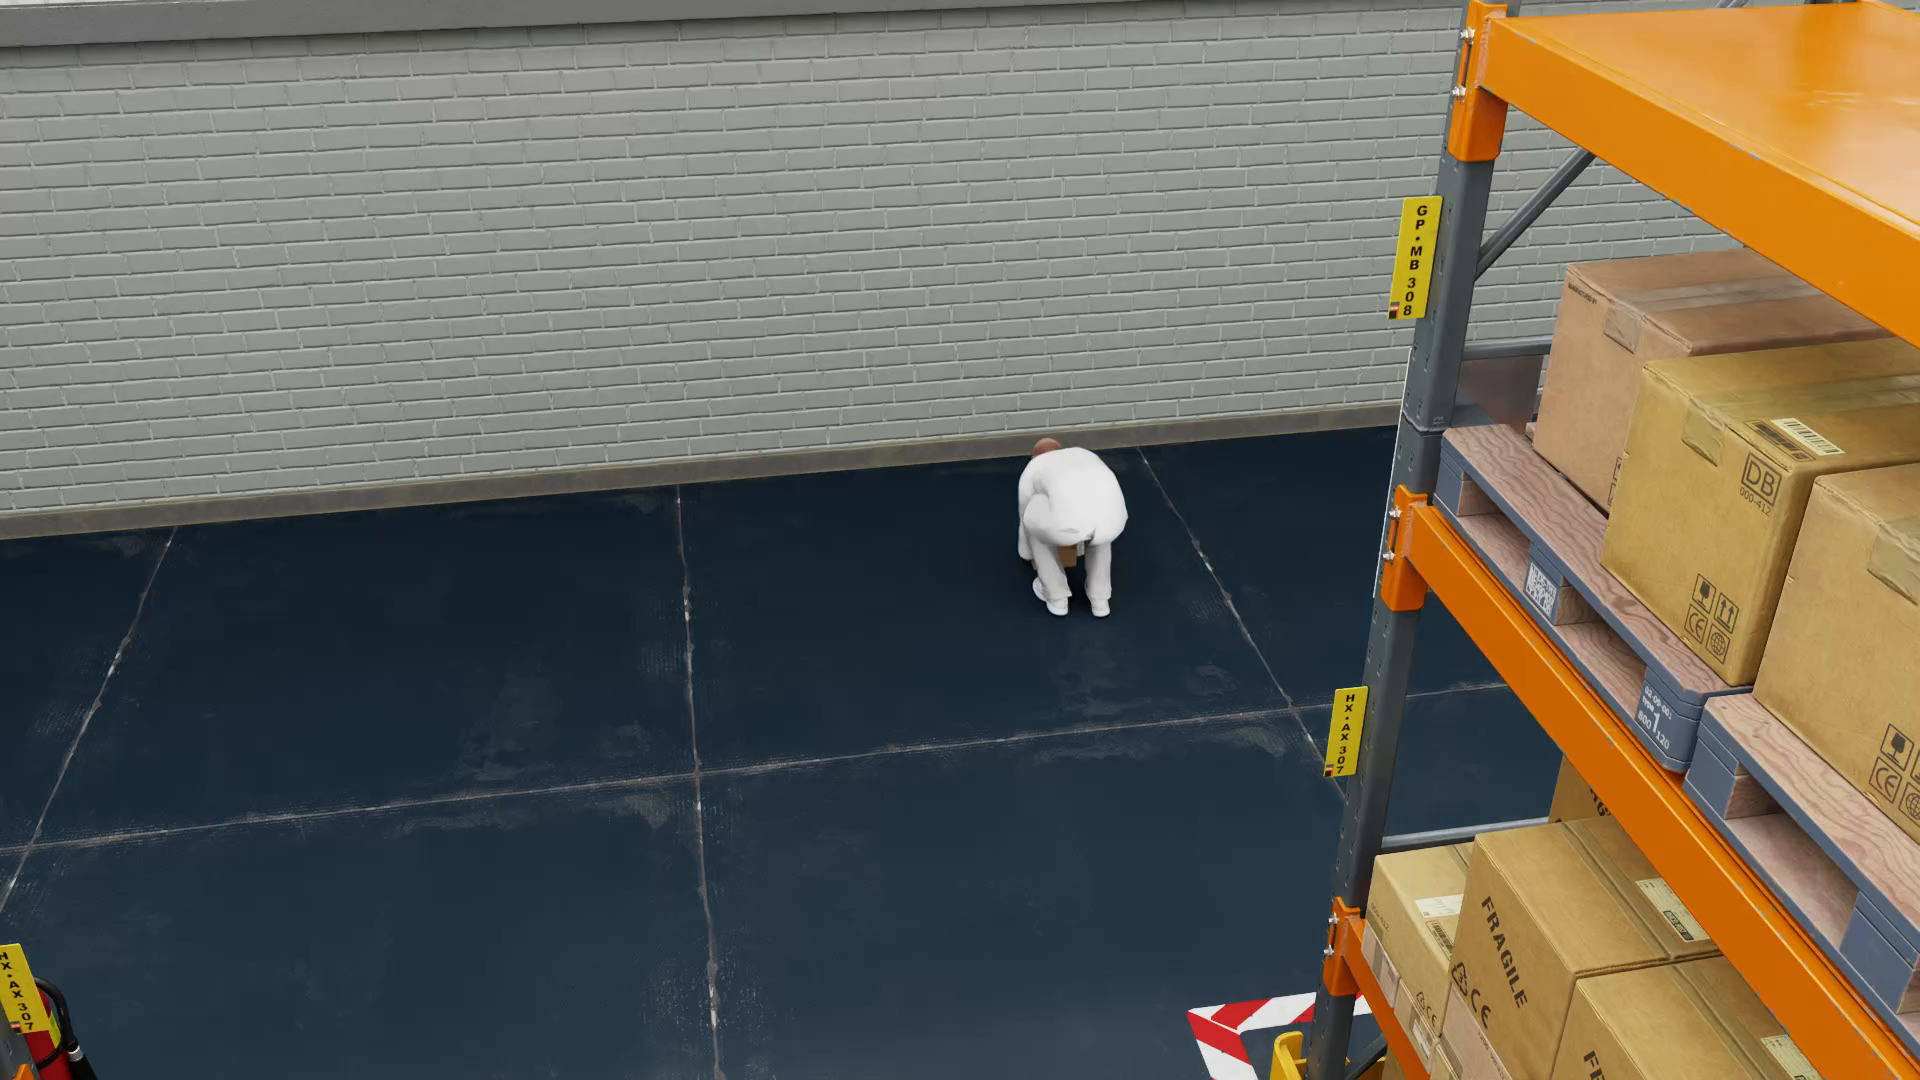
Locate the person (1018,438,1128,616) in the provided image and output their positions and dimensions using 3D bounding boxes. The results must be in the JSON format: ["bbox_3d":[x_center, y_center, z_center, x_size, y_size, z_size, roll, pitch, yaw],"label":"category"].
[{"bbox_3d":[0.603,-0.095,9.226,0.585,0.898,0.952,-6,31,-11],"label":"person"}]
